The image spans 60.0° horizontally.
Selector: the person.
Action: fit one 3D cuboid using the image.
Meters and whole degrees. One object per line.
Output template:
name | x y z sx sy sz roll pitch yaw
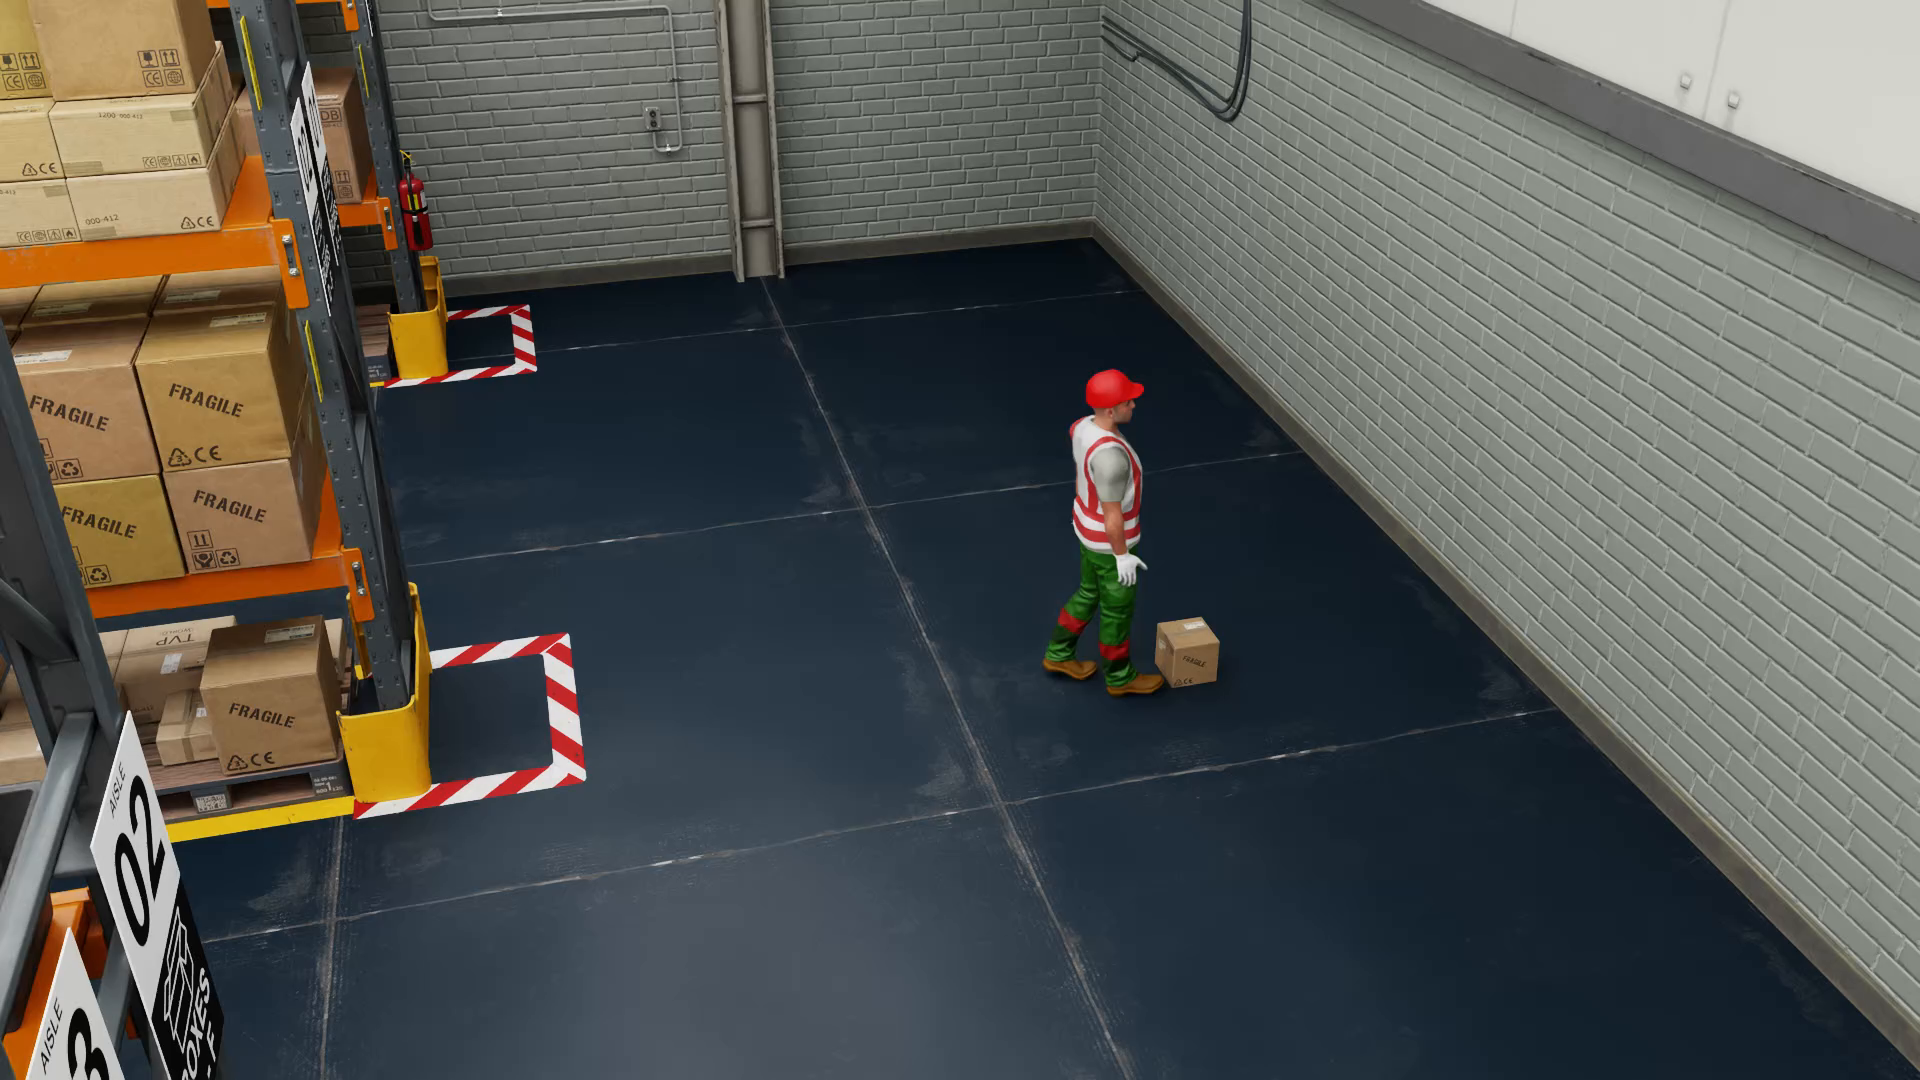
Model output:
person | 0.751 -0.014 8.234 0.603 1.799 0.560 -5 30 -8
